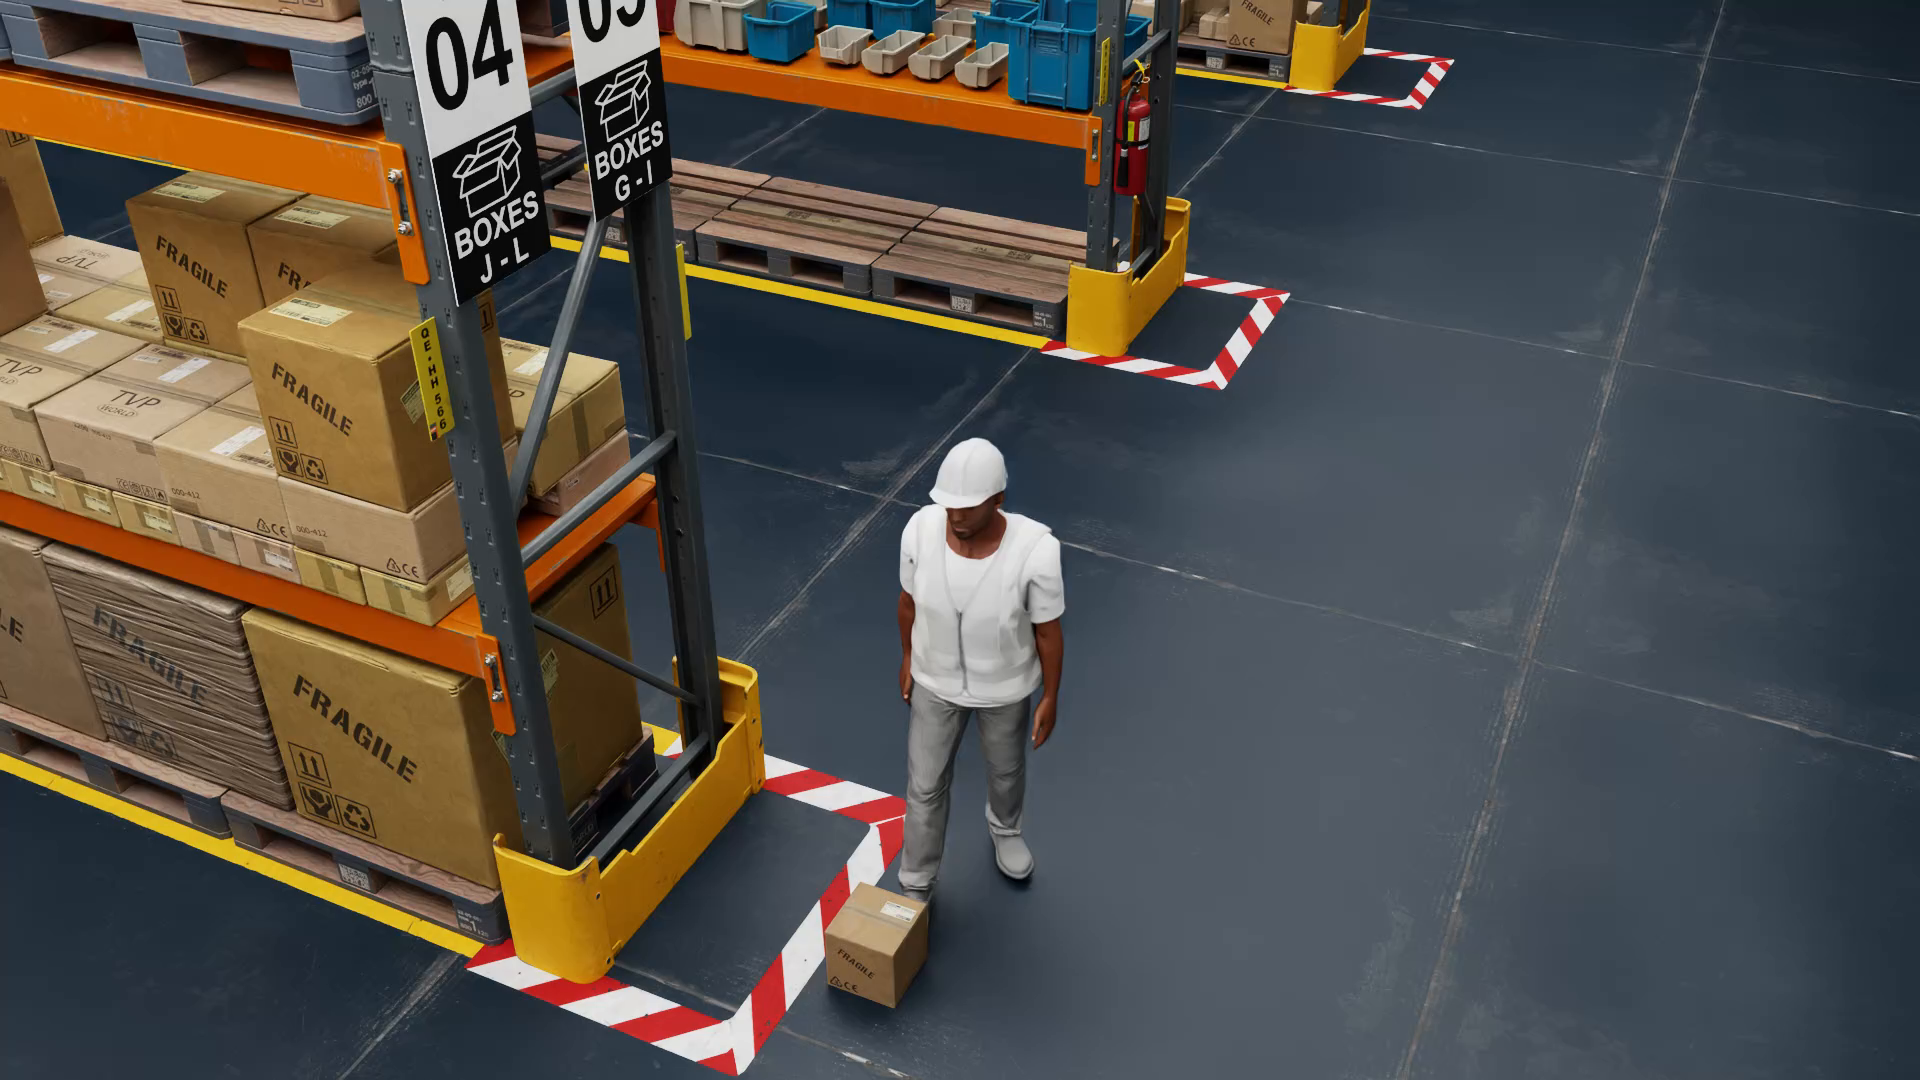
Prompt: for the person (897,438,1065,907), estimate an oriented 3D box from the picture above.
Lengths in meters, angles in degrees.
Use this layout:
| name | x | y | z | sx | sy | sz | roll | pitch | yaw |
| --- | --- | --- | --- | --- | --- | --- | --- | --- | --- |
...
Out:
| name | x | y | z | sx | sy | sz | roll | pitch | yaw |
| --- | --- | --- | --- | --- | --- | --- | --- | --- | --- |
| person | 0.040 | 0.490 | 5.370 | 0.565 | 1.760 | 0.676 | 7 | 34 | 10 |
